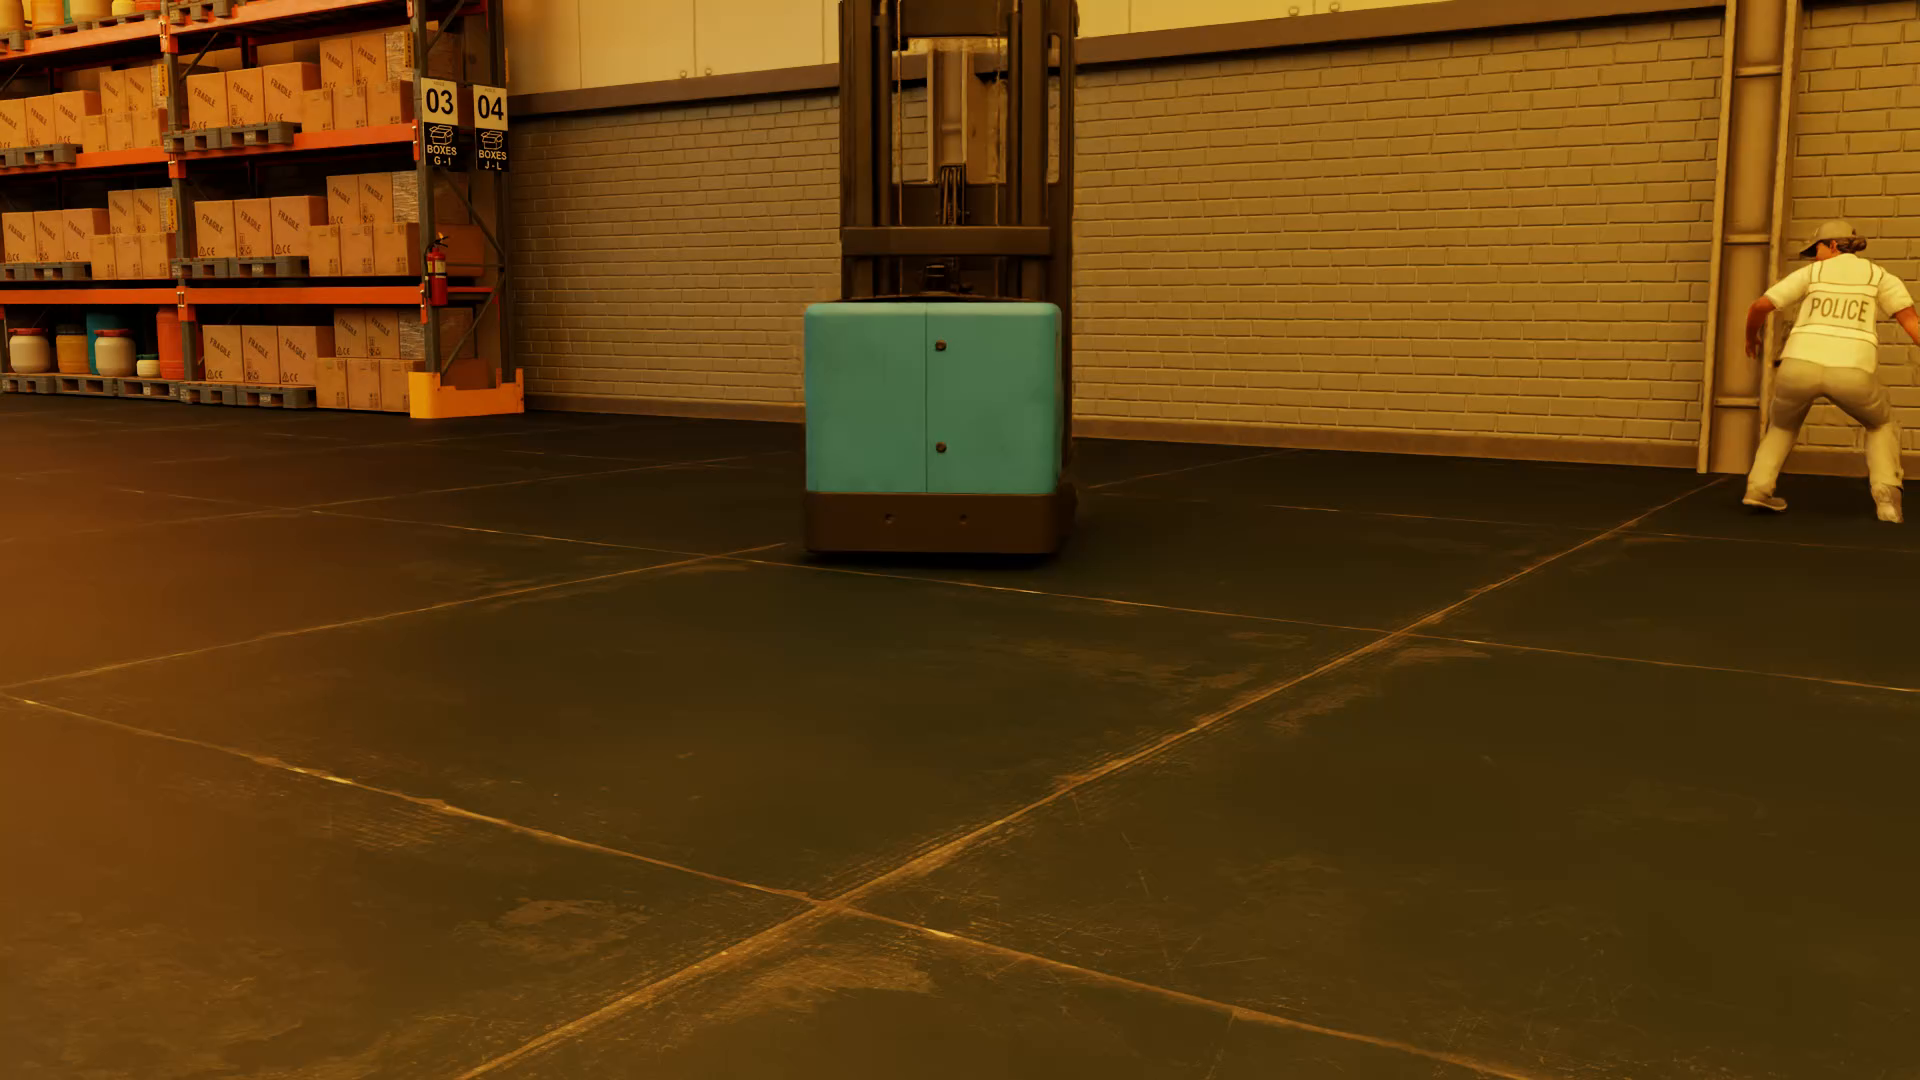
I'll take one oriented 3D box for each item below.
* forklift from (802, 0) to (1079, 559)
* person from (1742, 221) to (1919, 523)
[{"bbox_3d":[0.008,-1.541,8.029,1.130,2.935,3.031,1,8,5],"label":"forklift"},{"bbox_3d":[4.436,-0.819,8.364,0.936,1.567,0.520,5,9,29],"label":"person"}]
